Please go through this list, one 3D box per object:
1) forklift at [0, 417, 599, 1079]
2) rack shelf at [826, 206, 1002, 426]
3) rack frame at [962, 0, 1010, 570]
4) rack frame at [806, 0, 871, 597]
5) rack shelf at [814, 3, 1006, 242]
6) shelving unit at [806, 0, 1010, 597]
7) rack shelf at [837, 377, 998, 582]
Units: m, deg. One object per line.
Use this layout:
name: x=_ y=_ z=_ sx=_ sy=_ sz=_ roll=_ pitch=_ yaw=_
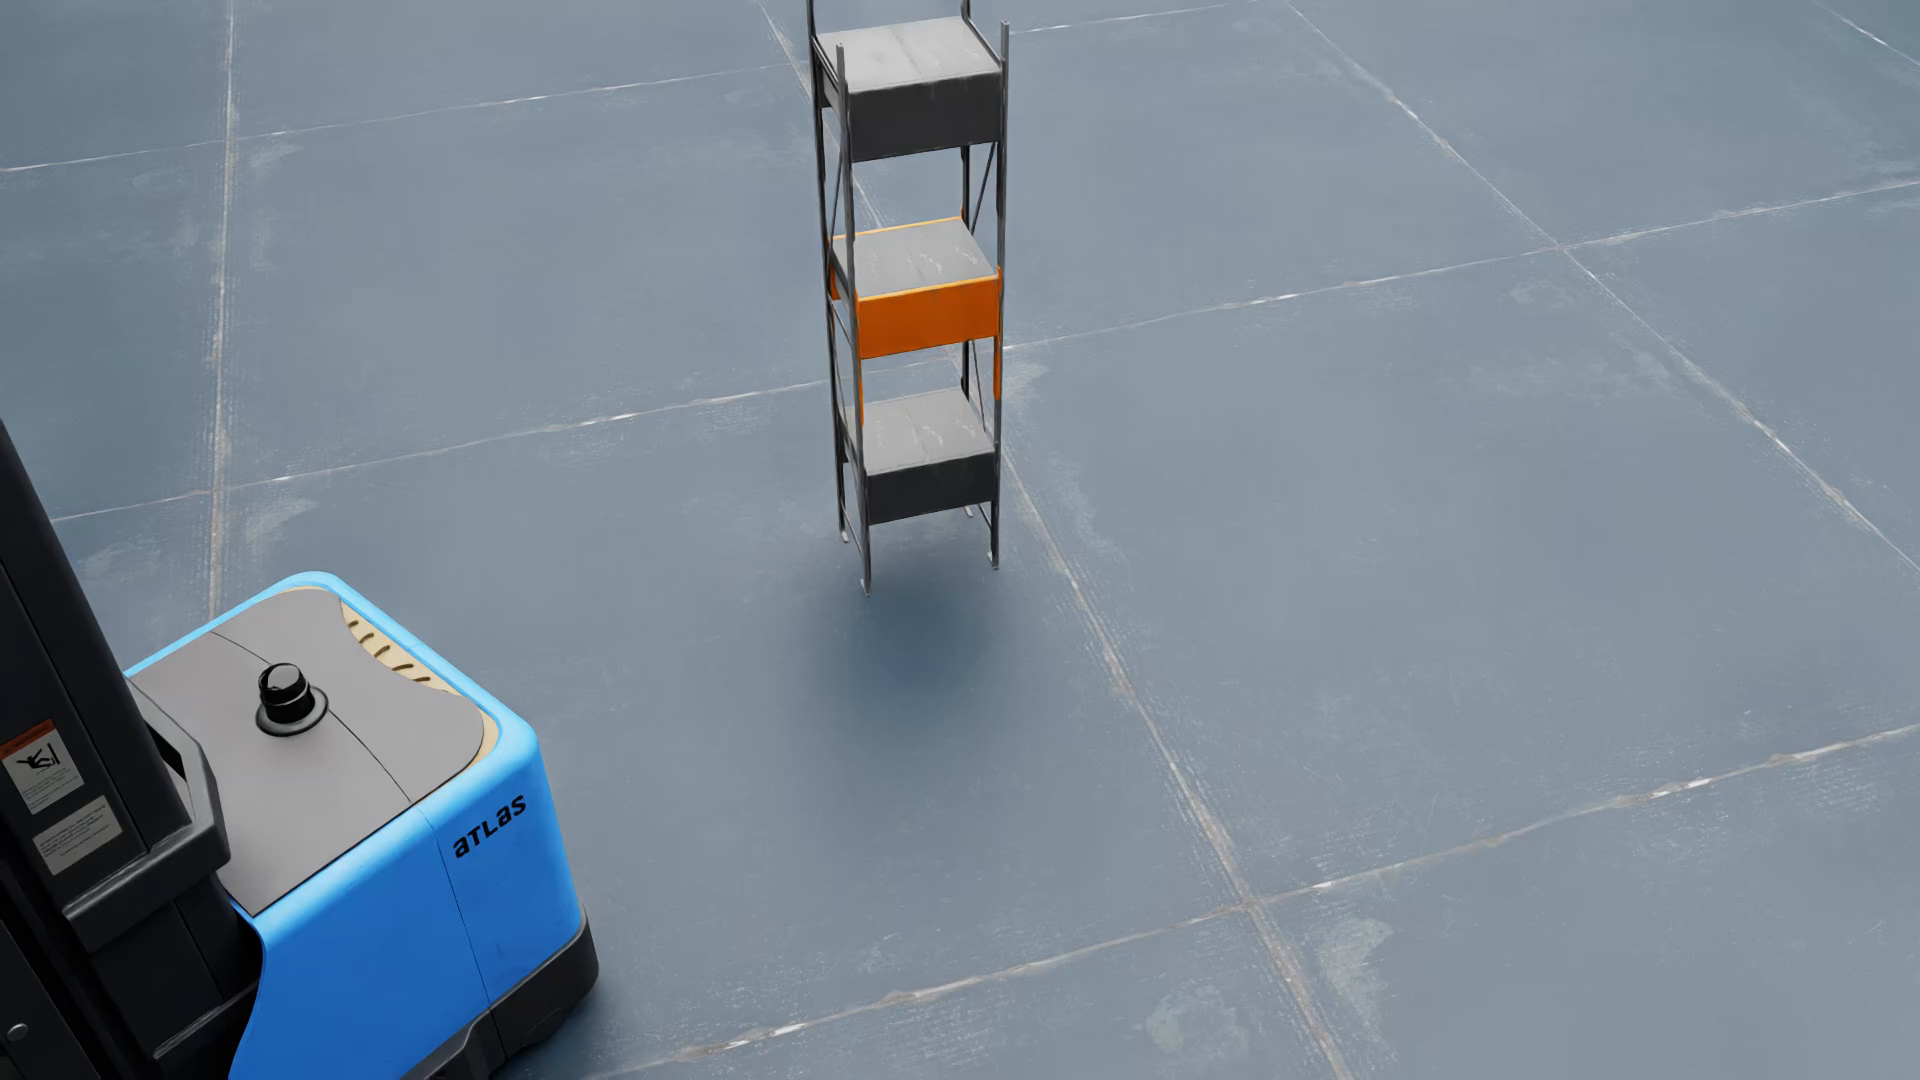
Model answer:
forklift: x=-2.371 y=0.705 z=3.215 sx=1.130 sy=2.935 sz=3.031 roll=30 pitch=49 yaw=29
rack shelf: x=-0.158 y=-0.748 z=5.531 sx=0.480 sy=0.518 sz=0.431 roll=-12 pitch=42 yaw=-13
rack frame: x=0.075 y=-0.806 z=5.577 sx=0.015 sy=2.100 sz=0.400 roll=-12 pitch=42 yaw=-13
rack frame: x=-0.391 y=-0.710 z=5.467 sx=0.015 sy=2.100 sz=0.400 roll=-12 pitch=42 yaw=-13
rack shelf: x=-0.158 y=-1.275 z=5.070 sx=0.480 sy=0.518 sz=0.431 roll=-12 pitch=42 yaw=-13
shelving unit: x=-0.158 y=-0.758 z=5.522 sx=0.503 sy=2.100 sz=0.431 roll=-12 pitch=42 yaw=-13
rack shelf: x=-0.158 y=-0.221 z=5.991 sx=0.480 sy=0.518 sz=0.431 roll=-12 pitch=42 yaw=-13
